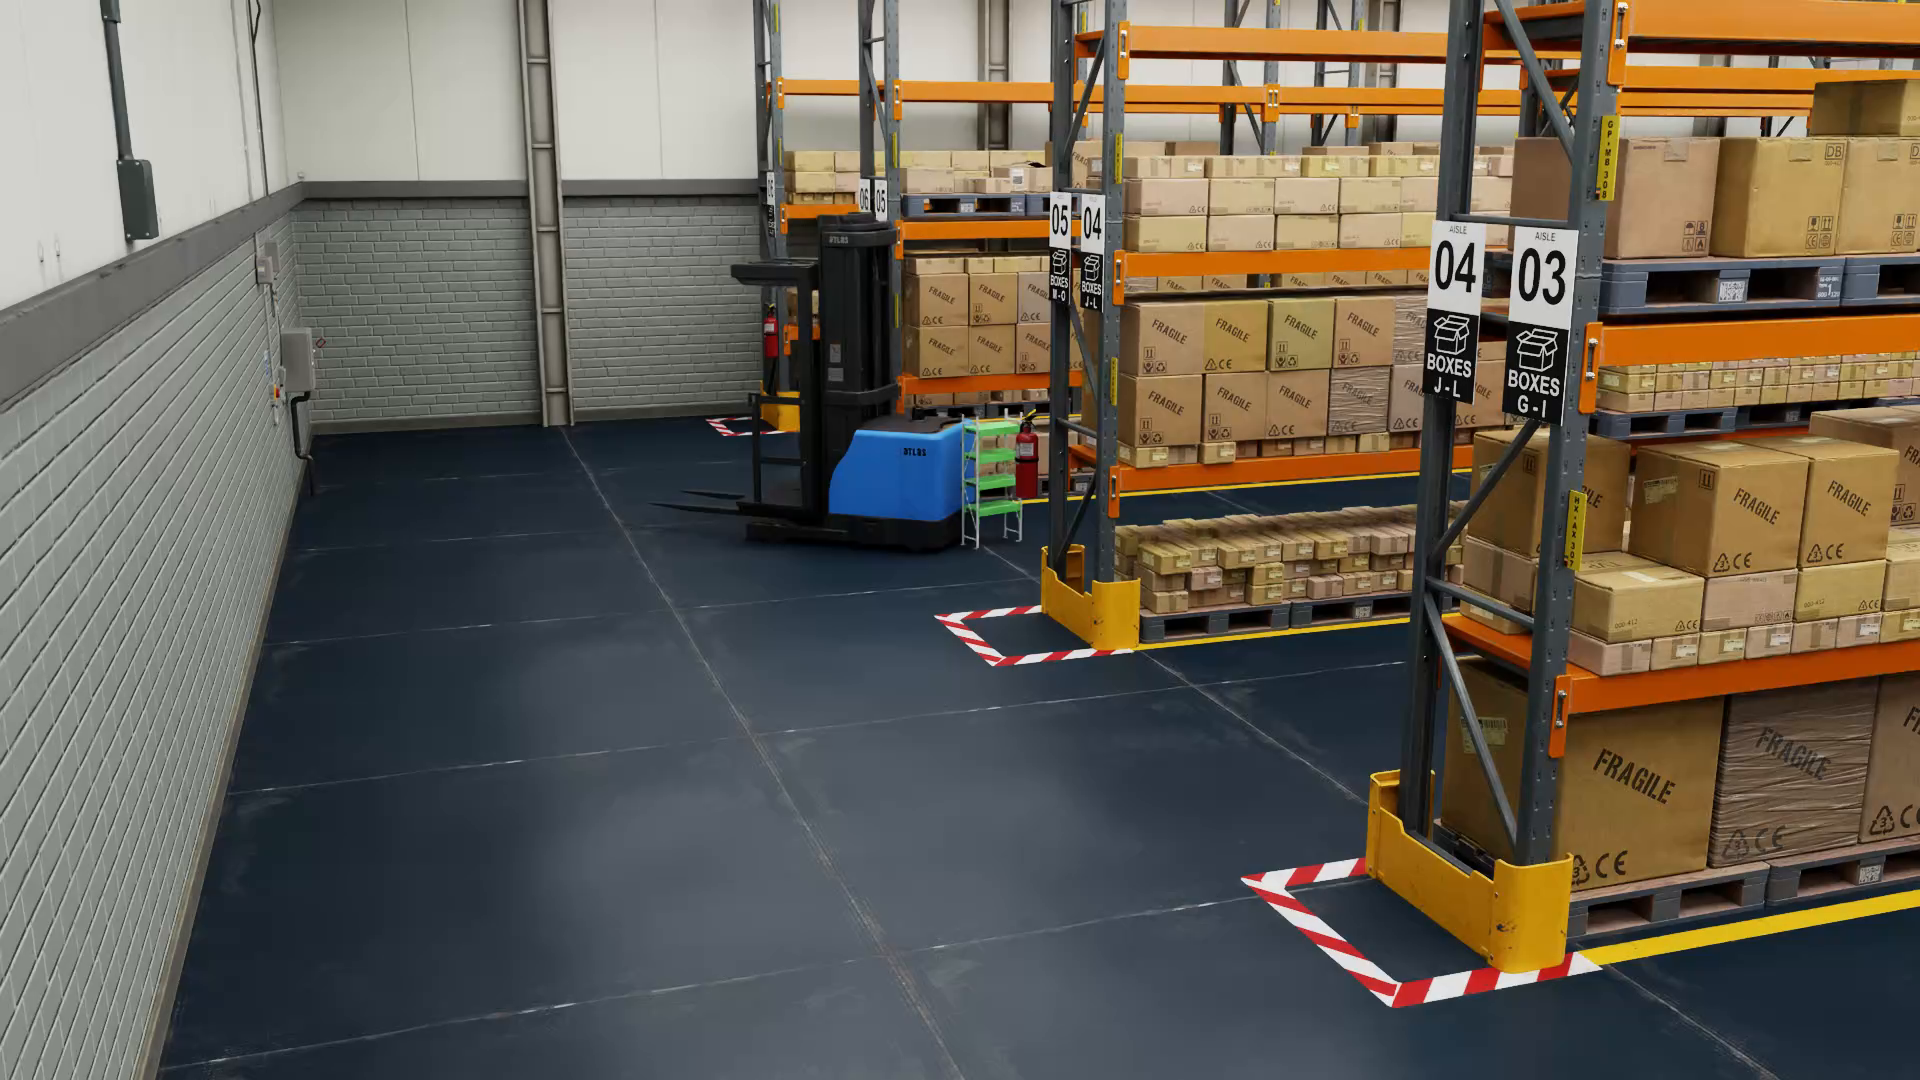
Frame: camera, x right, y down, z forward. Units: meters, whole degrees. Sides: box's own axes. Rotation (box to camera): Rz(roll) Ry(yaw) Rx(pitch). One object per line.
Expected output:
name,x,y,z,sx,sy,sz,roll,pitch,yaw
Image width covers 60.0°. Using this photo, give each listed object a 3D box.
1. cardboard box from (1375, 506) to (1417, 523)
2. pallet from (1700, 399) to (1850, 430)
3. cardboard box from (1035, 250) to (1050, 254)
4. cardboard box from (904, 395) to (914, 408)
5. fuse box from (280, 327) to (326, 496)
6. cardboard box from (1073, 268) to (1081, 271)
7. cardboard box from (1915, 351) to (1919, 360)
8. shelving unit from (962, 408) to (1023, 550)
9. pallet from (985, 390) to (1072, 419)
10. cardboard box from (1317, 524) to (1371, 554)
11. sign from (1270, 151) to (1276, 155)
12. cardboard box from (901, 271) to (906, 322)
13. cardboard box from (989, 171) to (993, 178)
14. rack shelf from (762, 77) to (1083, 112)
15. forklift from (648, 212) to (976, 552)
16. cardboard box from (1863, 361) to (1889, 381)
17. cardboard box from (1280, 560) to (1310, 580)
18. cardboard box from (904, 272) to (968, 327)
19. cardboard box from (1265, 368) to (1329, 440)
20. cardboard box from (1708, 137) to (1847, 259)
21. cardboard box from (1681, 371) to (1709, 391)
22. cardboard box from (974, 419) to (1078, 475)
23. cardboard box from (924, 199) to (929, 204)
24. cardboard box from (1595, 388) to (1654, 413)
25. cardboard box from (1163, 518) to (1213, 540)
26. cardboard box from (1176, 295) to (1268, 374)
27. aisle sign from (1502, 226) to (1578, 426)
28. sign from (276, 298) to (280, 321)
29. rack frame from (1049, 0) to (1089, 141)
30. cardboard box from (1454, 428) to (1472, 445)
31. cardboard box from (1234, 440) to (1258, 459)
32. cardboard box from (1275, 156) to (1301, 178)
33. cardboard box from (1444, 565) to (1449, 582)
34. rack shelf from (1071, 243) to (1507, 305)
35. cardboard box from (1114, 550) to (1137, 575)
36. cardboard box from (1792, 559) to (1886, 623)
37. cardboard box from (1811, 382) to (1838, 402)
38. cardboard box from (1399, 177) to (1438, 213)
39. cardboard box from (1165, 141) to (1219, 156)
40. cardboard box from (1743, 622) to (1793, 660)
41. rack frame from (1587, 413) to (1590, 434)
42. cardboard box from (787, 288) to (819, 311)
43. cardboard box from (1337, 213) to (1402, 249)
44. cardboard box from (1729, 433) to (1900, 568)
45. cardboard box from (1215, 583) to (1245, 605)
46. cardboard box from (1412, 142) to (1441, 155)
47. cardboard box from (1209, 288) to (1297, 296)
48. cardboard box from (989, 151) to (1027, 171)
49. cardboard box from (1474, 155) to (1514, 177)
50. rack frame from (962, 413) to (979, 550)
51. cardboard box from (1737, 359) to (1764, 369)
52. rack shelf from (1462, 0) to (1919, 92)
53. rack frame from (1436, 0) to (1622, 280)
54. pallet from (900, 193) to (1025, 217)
cardboard box,3.544,-0.156,13.393,0.250,0.149,0.380,-5,14,-20
pallet,6.609,-1.138,13.965,1.213,0.211,1.003,-4,14,-18
cardboard box,0.938,-2.916,17.249,0.250,0.149,0.380,-4,14,-16
cardboard box,-0.939,-2.029,21.793,0.500,0.500,0.700,-4,14,-16
fuse box,-6.654,-1.297,17.005,0.414,1.711,0.539,-4,14,-18
cardboard box,1.123,-2.795,16.740,0.250,0.149,0.380,-5,14,-19
cardboard box,7.915,-1.603,13.855,0.250,0.149,0.380,-5,14,-19
shelving unit,0.288,-0.555,14.990,0.503,1.200,0.258,-10,16,-35
pallet,0.768,-1.850,22.572,1.213,0.211,1.003,-4,14,-18
cardboard box,2.943,-0.007,12.767,0.250,0.149,0.380,-4,14,-18
sign,3.185,-3.797,16.959,0.005,0.325,0.100,-4,14,-18
cardboard box,-0.404,-2.497,16.887,0.500,0.500,0.500,-4,14,-16
cardboard box,0.553,-4.657,21.546,0.500,0.250,0.500,-5,14,-20
rack shelf,-0.476,-5.677,21.231,4.000,0.370,1.077,-4,14,-18
forklift,-1.426,-1.512,15.275,3.031,2.935,1.130,5,14,19
cardboard box,7.410,-1.418,13.722,0.250,0.149,0.380,-4,14,-18
cardboard box,2.448,0.179,12.625,0.250,0.149,0.380,-5,14,-21
cardboard box,-0.239,-2.382,16.404,0.500,0.500,0.500,-5,14,-19
cardboard box,2.371,-1.040,12.281,0.500,0.500,0.500,-4,14,-17
cardboard box,3.423,-1.526,7.363,0.500,0.500,0.700,-5,14,-20
cardboard box,5.690,-1.284,13.160,0.250,0.149,0.380,-4,14,-17
cardboard box,0.673,-0.972,17.482,0.875,0.438,0.875,-4,14,-17
cardboard box,-0.511,-4.363,21.173,0.250,0.149,0.380,-4,14,-18
cardboard box,5.201,-1.101,13.032,0.250,0.149,0.380,-5,14,-21
cardboard box,1.772,-0.050,12.945,0.250,0.149,0.380,-5,14,-19
cardboard box,1.876,-1.489,12.007,0.500,0.500,0.500,-4,14,-16
aisle sign,2.403,-0.894,6.908,0.004,0.787,0.394,-4,14,-18
sign,-6.832,-2.298,16.645,0.001,0.242,0.339,-4,14,-18
rack frame,1.419,-6.176,21.767,0.127,3.000,1.000,-4,14,-18
cardboard box,3.737,-0.843,12.853,0.250,0.149,0.380,-5,14,-20
cardboard box,2.003,-0.710,12.298,0.250,0.149,0.380,-4,14,-15
cardboard box,2.238,-2.672,11.901,0.250,0.149,0.380,-4,14,-16
cardboard box,3.626,0.223,13.084,0.250,0.149,0.380,-5,14,-19
rack shelf,2.785,-2.052,12.469,4.000,0.370,1.077,-4,14,-18
cardboard box,1.299,0.141,12.786,0.250,0.149,0.380,-5,14,-20
cardboard box,3.885,0.176,7.710,0.500,0.250,0.500,-5,14,-20
cardboard box,6.933,-1.237,13.605,0.250,0.149,0.380,-4,14,-16
cardboard box,3.335,-2.555,12.271,0.500,0.250,0.500,-4,14,-16
cardboard box,2.382,-3.932,17.478,0.500,0.500,0.500,-4,14,-17
cardboard box,3.549,0.410,7.585,0.250,0.149,0.380,-5,14,-19
rack frame,4.681,-1.091,13.353,0.127,3.000,1.000,-4,14,-18
cardboard box,-2.020,-3.126,21.591,0.500,0.250,0.500,-4,14,-16
cardboard box,2.874,-2.273,12.167,0.500,0.250,0.500,-5,14,-18
cardboard box,3.880,-0.189,7.625,0.500,0.500,0.500,-5,14,-20
cardboard box,1.943,0.362,12.501,0.250,0.149,0.380,-4,14,-17
cardboard box,6.421,-5.373,23.533,0.500,0.500,0.700,-5,14,-19
cardboard box,2.214,-1.641,12.649,0.500,0.500,0.500,-4,14,-15
cardboard box,0.540,-4.902,21.496,0.500,0.250,0.500,-5,14,-19
cardboard box,4.006,-2.782,12.364,0.250,0.149,0.380,-4,14,-18
rack frame,0.091,-0.521,14.850,0.015,1.200,0.240,-10,16,-35
cardboard box,6.187,-1.468,13.287,0.250,0.149,0.380,-5,14,-19
rack shelf,4.271,-2.222,7.563,4.000,0.370,1.077,-4,14,-18
rack frame,2.376,-2.619,6.813,0.127,3.000,1.000,-4,14,-18
pallet,-0.085,-3.347,16.548,1.213,0.211,1.003,-4,14,-18
